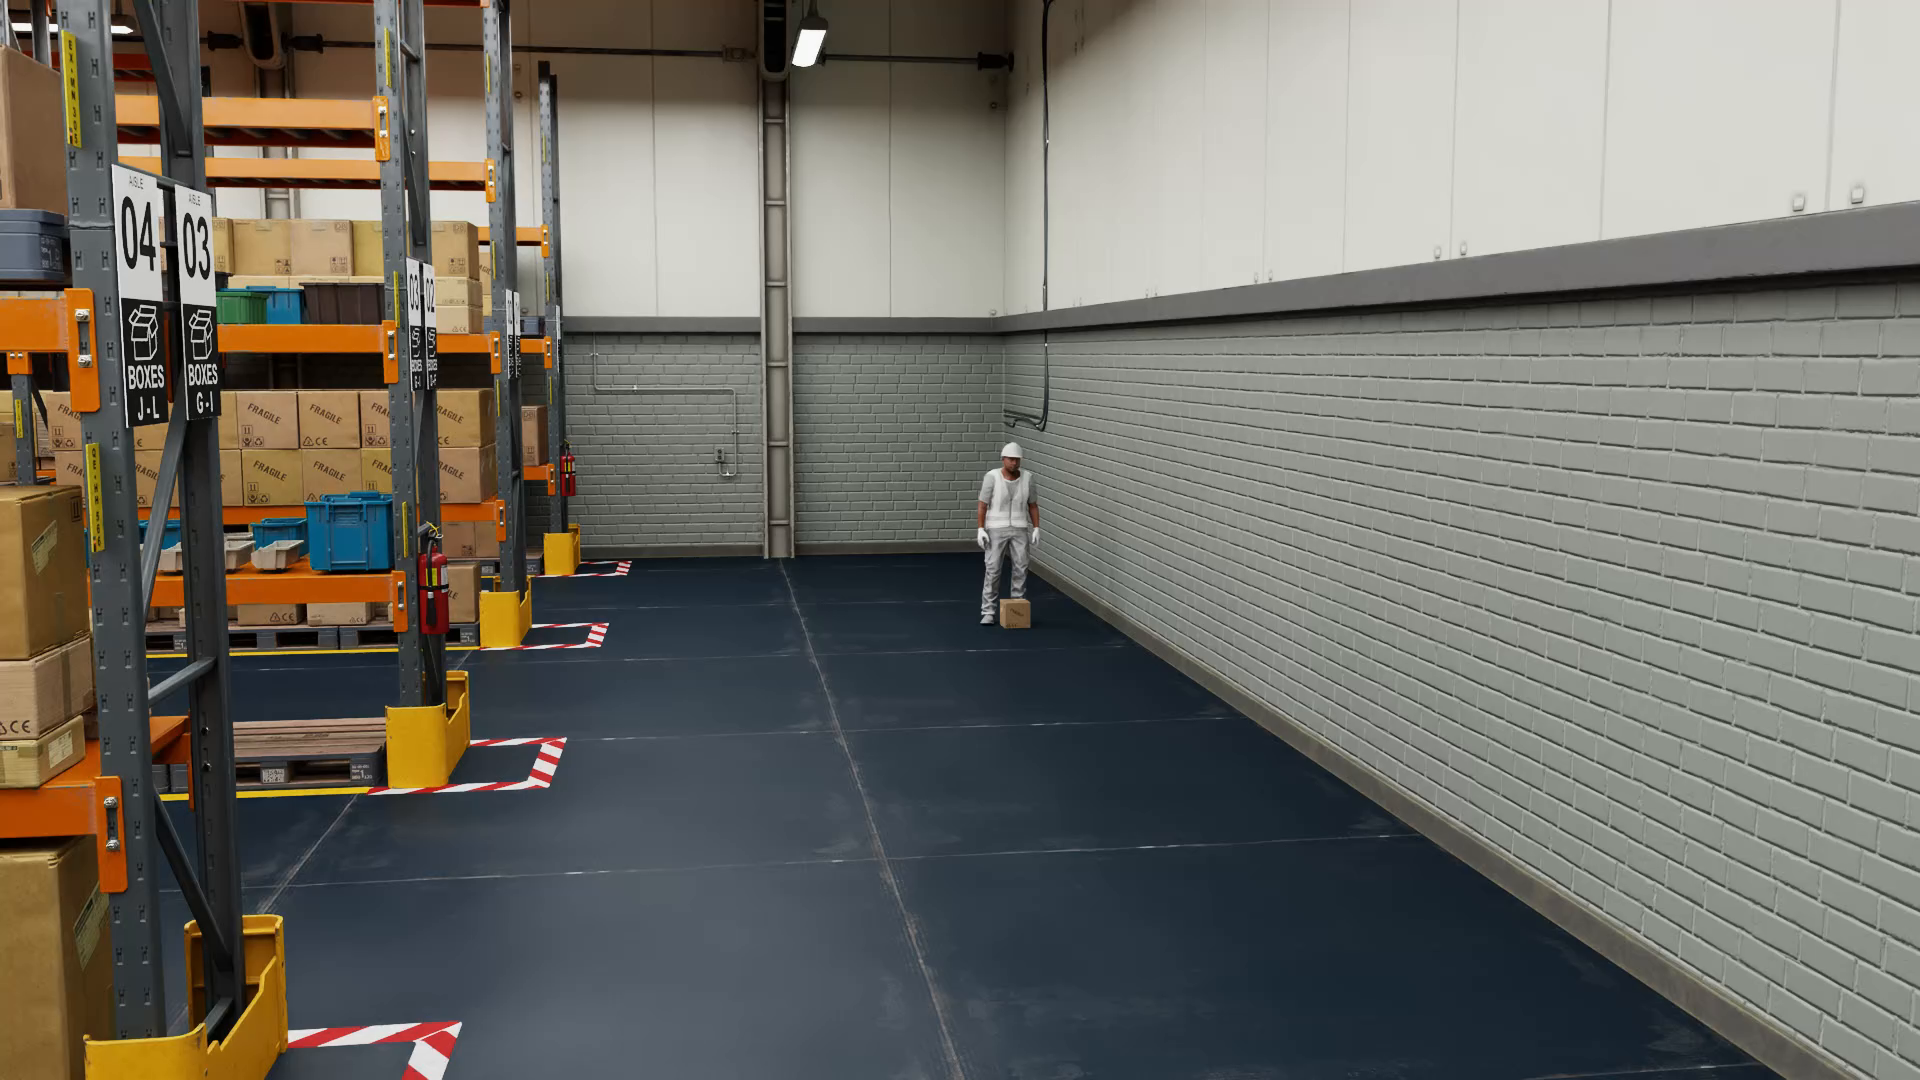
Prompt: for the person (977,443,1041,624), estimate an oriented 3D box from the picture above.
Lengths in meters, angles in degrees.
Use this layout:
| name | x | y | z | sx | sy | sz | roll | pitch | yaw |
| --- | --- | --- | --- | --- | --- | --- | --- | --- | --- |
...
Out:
| name | x | y | z | sx | sy | sz | roll | pitch | yaw |
| --- | --- | --- | --- | --- | --- | --- | --- | --- | --- |
| person | 0.476 | -0.068 | 16.262 | 0.633 | 1.775 | 0.448 | -1 | 7 | -11 |
